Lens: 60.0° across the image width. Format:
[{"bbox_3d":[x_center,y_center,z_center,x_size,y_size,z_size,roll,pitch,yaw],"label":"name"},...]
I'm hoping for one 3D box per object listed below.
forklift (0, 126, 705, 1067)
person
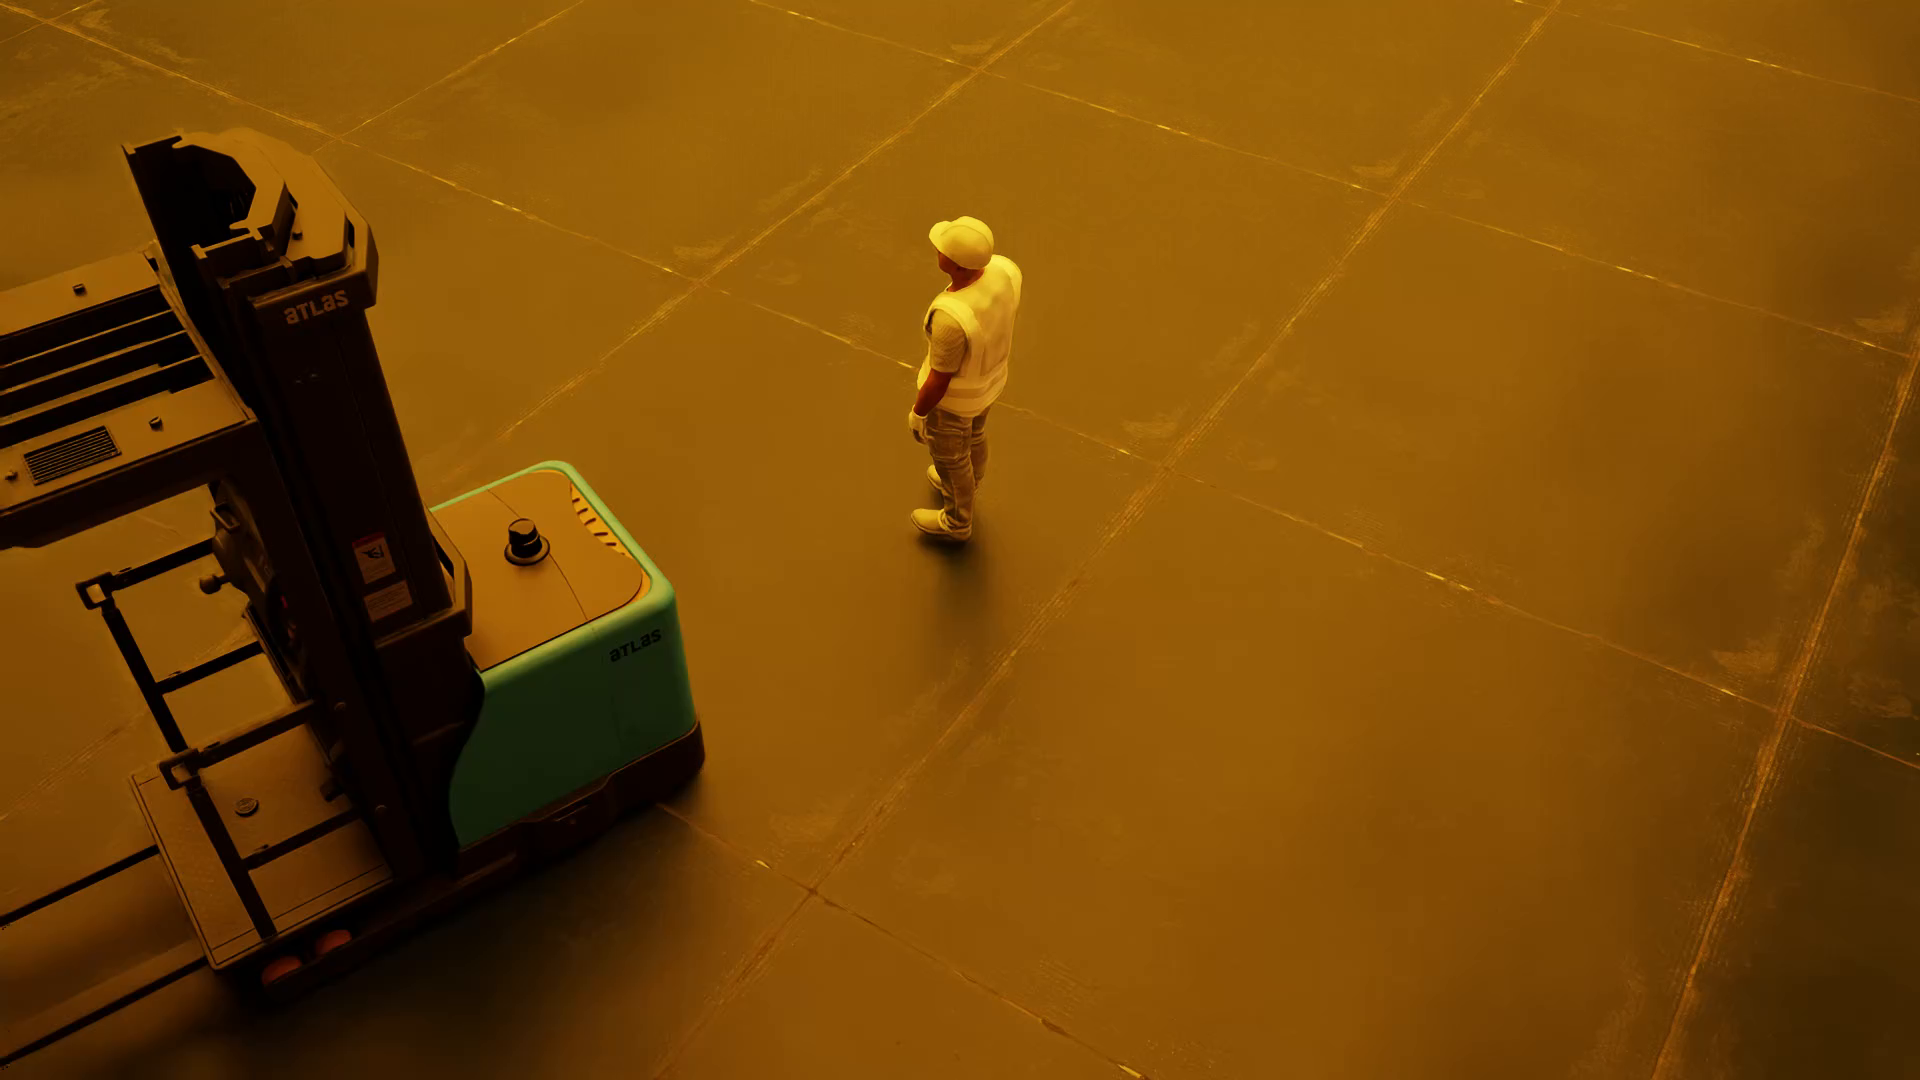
[{"bbox_3d":[-2.556,0.224,5.612,3.031,2.935,1.130,-26,49,-25],"label":"forklift"},{"bbox_3d":[-0.057,-0.713,7.366,0.575,1.784,0.656,24,48,23],"label":"person"}]
